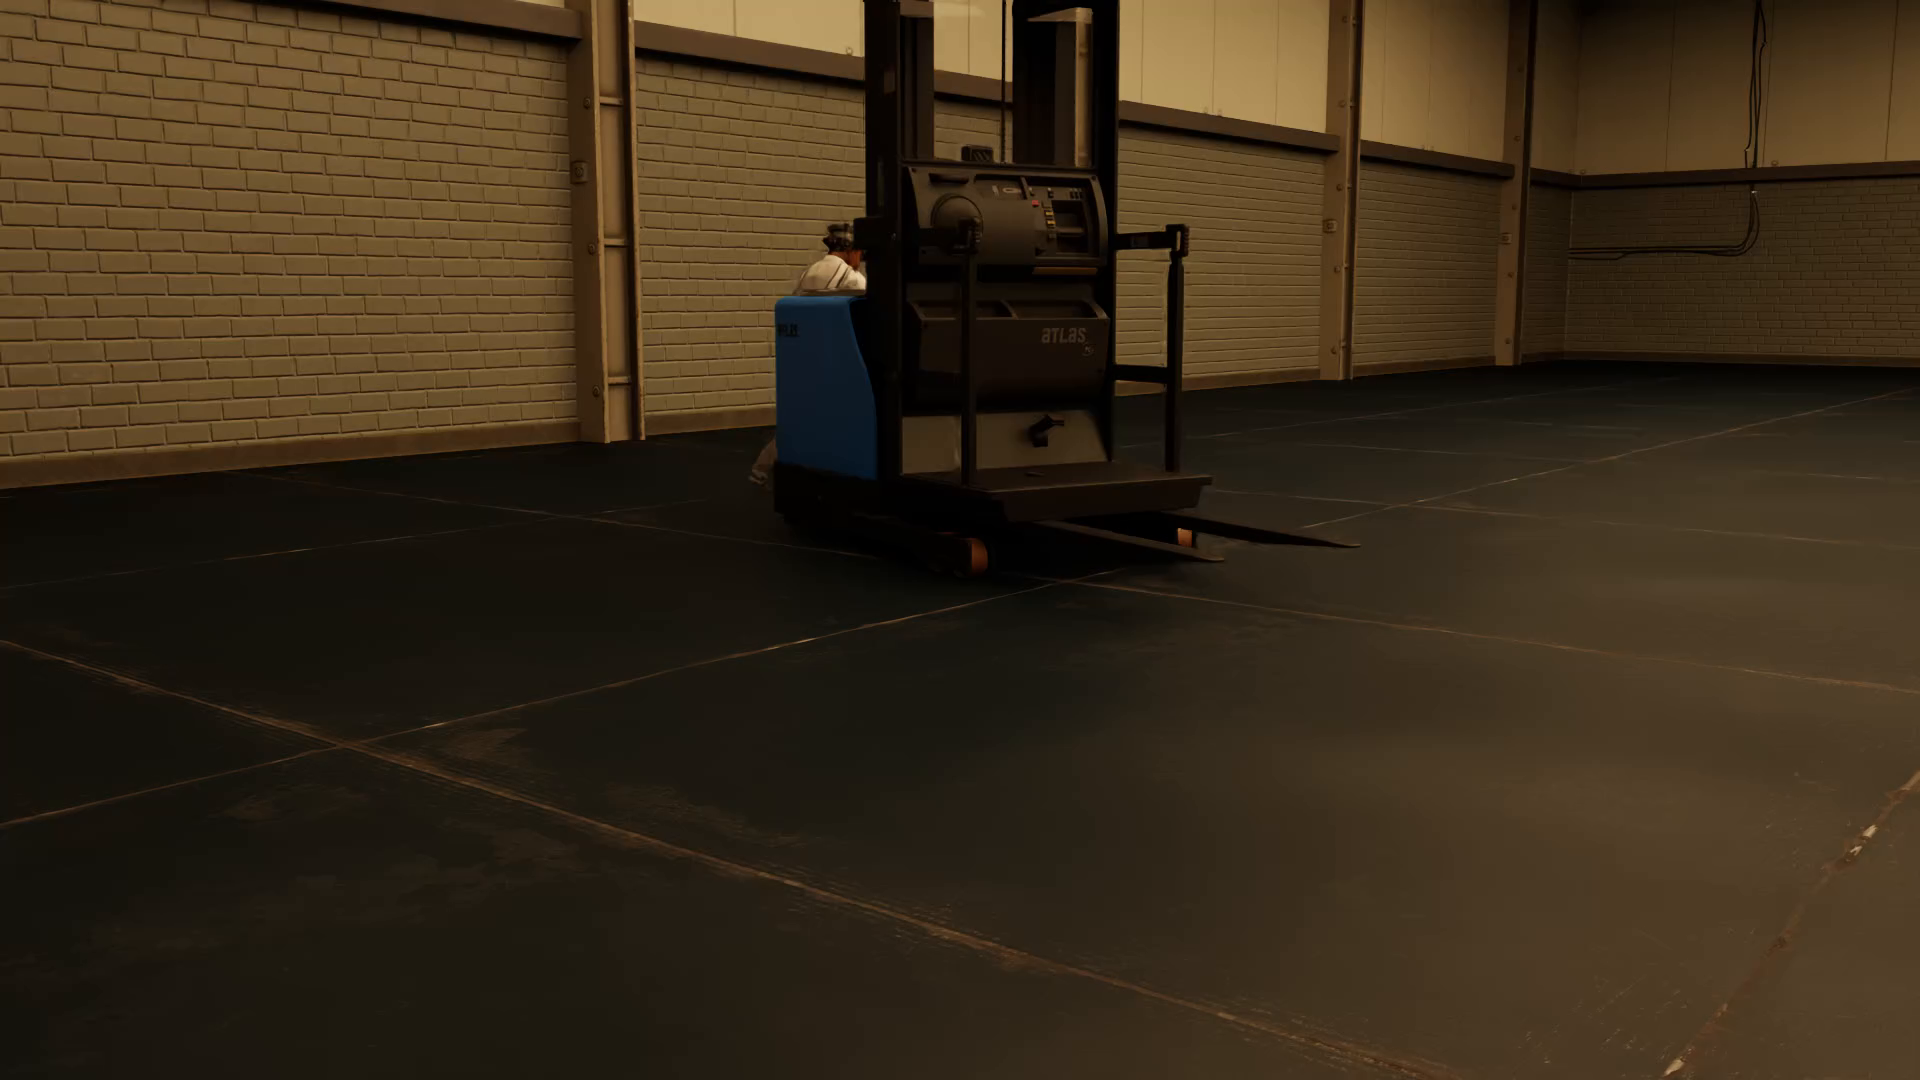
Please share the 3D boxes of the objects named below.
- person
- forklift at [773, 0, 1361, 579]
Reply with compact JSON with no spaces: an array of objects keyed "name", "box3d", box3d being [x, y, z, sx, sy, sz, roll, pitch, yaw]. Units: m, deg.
[{"name":"person","box3d":[-0.575,-0.963,8.919,1.225,1.441,0.715,8,12,43]},{"name":"forklift","box3d":[0.317,-1.375,6.677,1.130,2.935,3.031,-5,10,-31]}]
